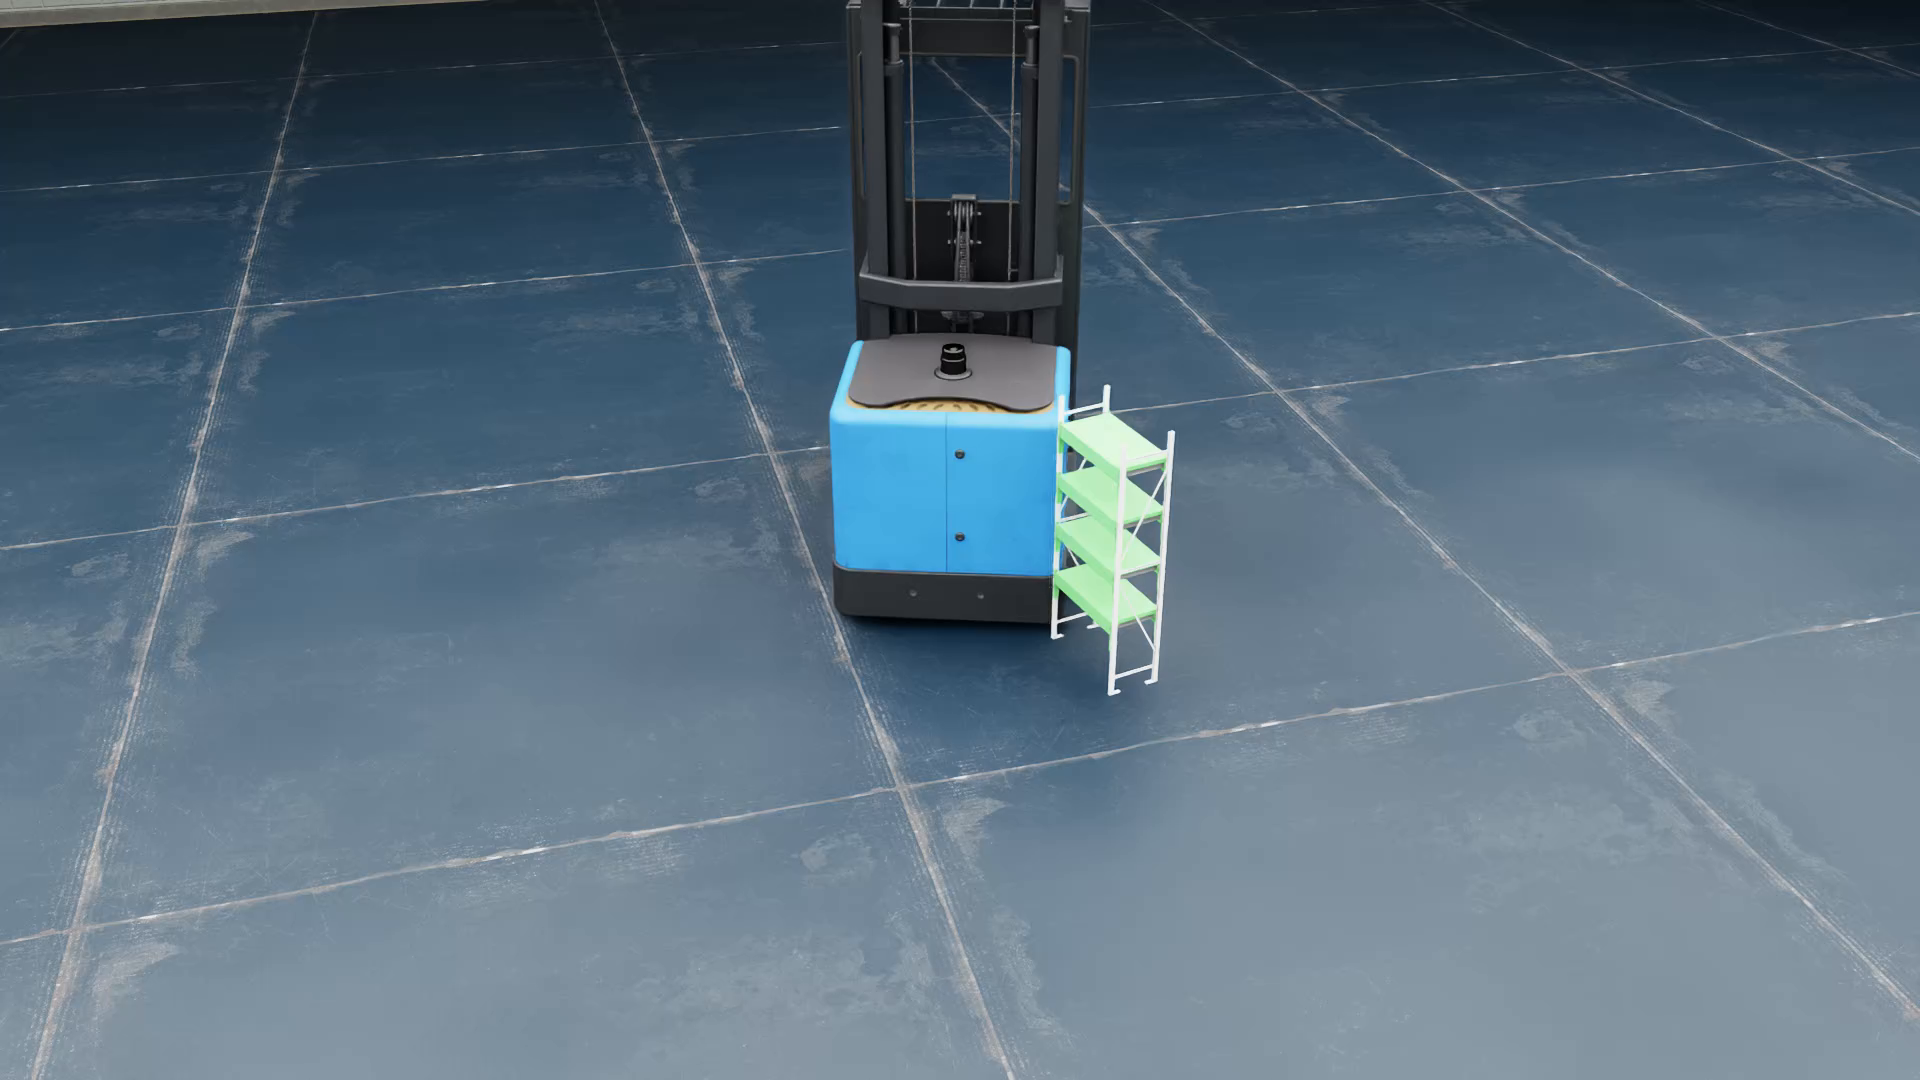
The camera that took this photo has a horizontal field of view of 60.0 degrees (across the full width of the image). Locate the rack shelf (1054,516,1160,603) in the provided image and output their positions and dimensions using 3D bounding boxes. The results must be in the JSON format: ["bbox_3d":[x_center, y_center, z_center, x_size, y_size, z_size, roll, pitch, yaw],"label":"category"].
[{"bbox_3d":[0.630,0.062,7.072,0.258,0.148,0.480,-14,33,-23],"label":"rack shelf"}]

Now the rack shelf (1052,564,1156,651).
[{"bbox_3d":[0.631,0.270,7.192,0.258,0.148,0.480,-14,33,-23],"label":"rack shelf"}]

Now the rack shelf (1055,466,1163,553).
[{"bbox_3d":[0.630,-0.145,6.952,0.258,0.148,0.480,-14,33,-23],"label":"rack shelf"}]

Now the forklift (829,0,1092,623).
[{"bbox_3d":[0.056,-1.604,8.096,1.130,2.935,3.031,2,30,4],"label":"forklift"}]

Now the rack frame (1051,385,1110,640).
[{"bbox_3d":[0.519,-0.102,7.228,0.240,1.200,0.015,-14,33,-23],"label":"rack frame"}]

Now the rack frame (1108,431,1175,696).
[{"bbox_3d":[0.742,0.116,6.852,0.240,1.200,0.015,-14,33,-23],"label":"rack frame"}]

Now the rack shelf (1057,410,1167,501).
[{"bbox_3d":[0.630,-0.353,6.831,0.258,0.148,0.480,-14,33,-23],"label":"rack shelf"}]

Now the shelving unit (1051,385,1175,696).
[{"bbox_3d":[0.630,0.007,7.040,0.258,1.200,0.503,-14,33,-23],"label":"shelving unit"}]
